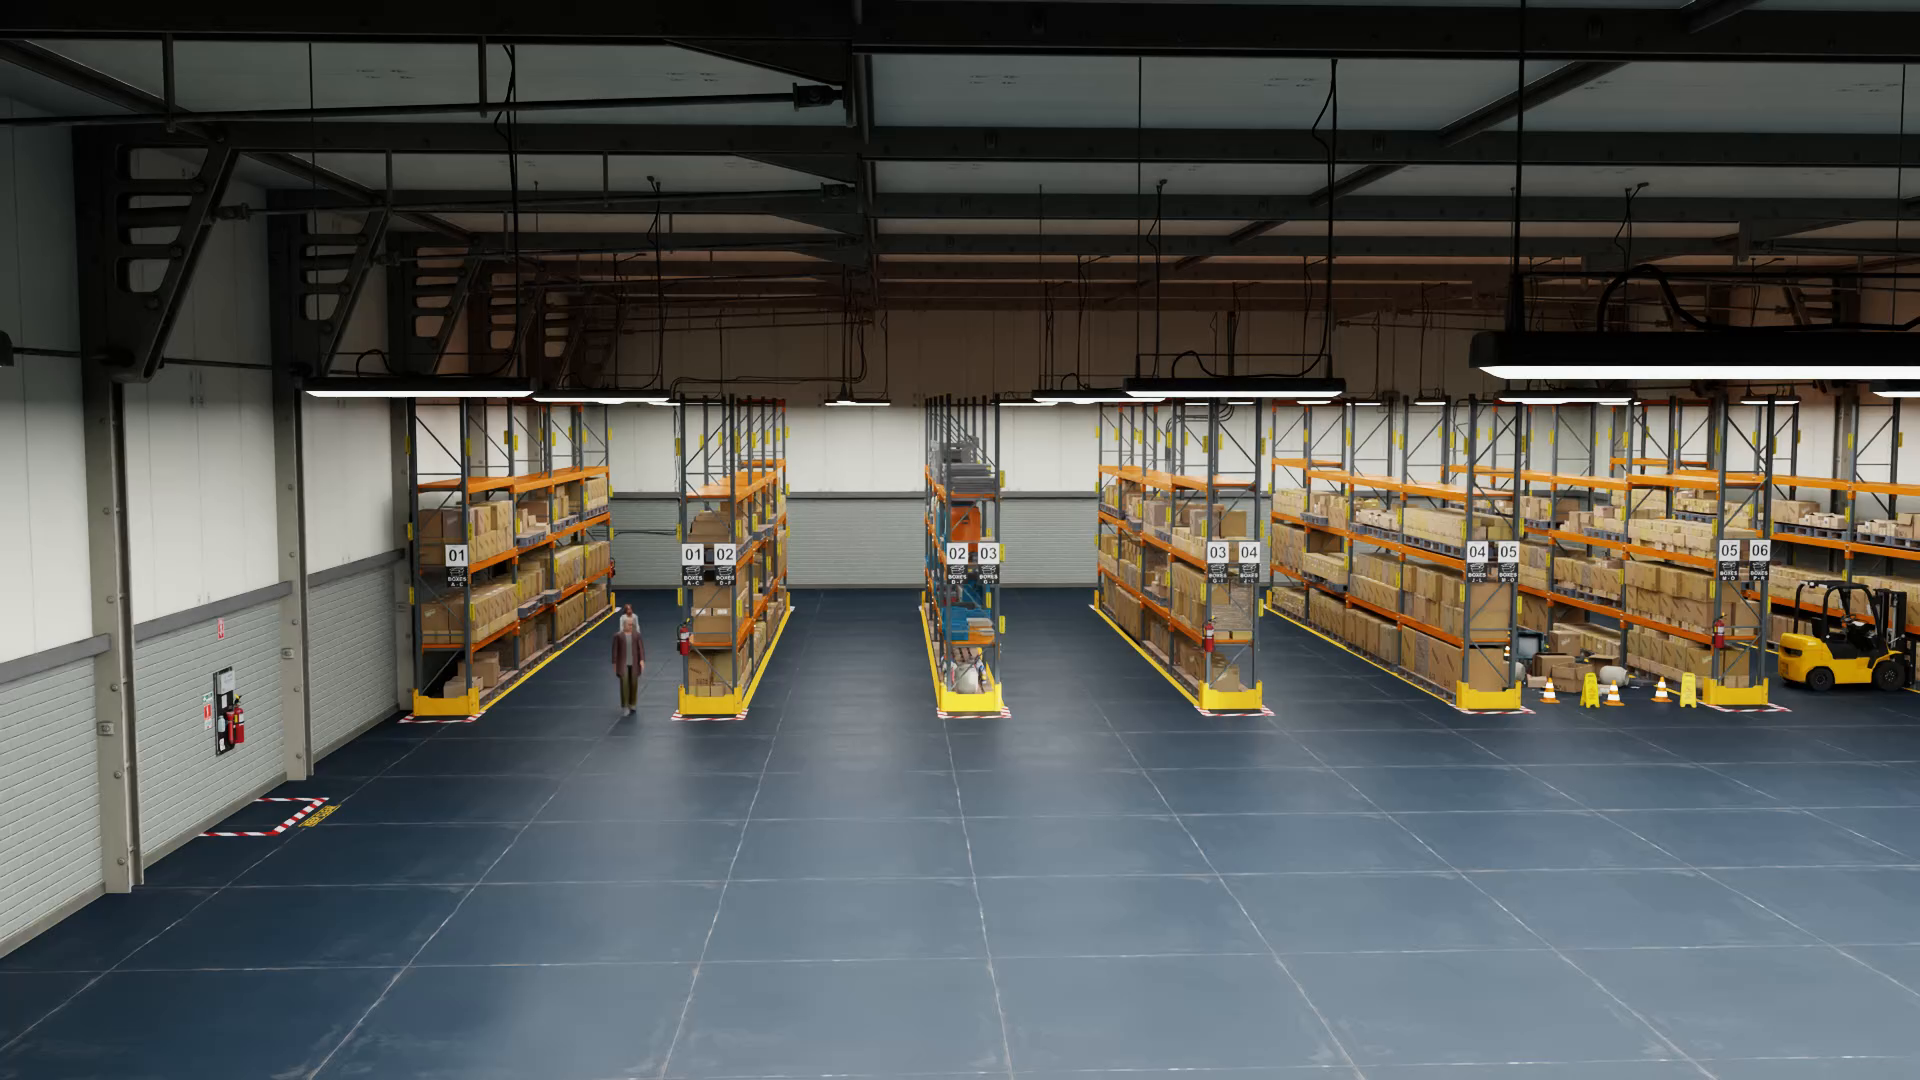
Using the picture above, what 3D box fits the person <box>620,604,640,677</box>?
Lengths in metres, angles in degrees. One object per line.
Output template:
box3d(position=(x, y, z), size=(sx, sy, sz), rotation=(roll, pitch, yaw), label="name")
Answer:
box3d(position=(-7.054, 2.119, 35.567), size=(0.414, 1.562, 0.768), rotation=(0, 5, -6), label="person")

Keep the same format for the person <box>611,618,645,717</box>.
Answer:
box3d(position=(-6.210, 2.379, 31.320), size=(0.594, 1.790, 0.780), rotation=(-2, 5, -25), label="person")

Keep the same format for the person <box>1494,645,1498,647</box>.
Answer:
box3d(position=(12.304, 1.791, 38.460), size=(0.602, 1.791, 0.467), rotation=(-3, 5, -30), label="person")
